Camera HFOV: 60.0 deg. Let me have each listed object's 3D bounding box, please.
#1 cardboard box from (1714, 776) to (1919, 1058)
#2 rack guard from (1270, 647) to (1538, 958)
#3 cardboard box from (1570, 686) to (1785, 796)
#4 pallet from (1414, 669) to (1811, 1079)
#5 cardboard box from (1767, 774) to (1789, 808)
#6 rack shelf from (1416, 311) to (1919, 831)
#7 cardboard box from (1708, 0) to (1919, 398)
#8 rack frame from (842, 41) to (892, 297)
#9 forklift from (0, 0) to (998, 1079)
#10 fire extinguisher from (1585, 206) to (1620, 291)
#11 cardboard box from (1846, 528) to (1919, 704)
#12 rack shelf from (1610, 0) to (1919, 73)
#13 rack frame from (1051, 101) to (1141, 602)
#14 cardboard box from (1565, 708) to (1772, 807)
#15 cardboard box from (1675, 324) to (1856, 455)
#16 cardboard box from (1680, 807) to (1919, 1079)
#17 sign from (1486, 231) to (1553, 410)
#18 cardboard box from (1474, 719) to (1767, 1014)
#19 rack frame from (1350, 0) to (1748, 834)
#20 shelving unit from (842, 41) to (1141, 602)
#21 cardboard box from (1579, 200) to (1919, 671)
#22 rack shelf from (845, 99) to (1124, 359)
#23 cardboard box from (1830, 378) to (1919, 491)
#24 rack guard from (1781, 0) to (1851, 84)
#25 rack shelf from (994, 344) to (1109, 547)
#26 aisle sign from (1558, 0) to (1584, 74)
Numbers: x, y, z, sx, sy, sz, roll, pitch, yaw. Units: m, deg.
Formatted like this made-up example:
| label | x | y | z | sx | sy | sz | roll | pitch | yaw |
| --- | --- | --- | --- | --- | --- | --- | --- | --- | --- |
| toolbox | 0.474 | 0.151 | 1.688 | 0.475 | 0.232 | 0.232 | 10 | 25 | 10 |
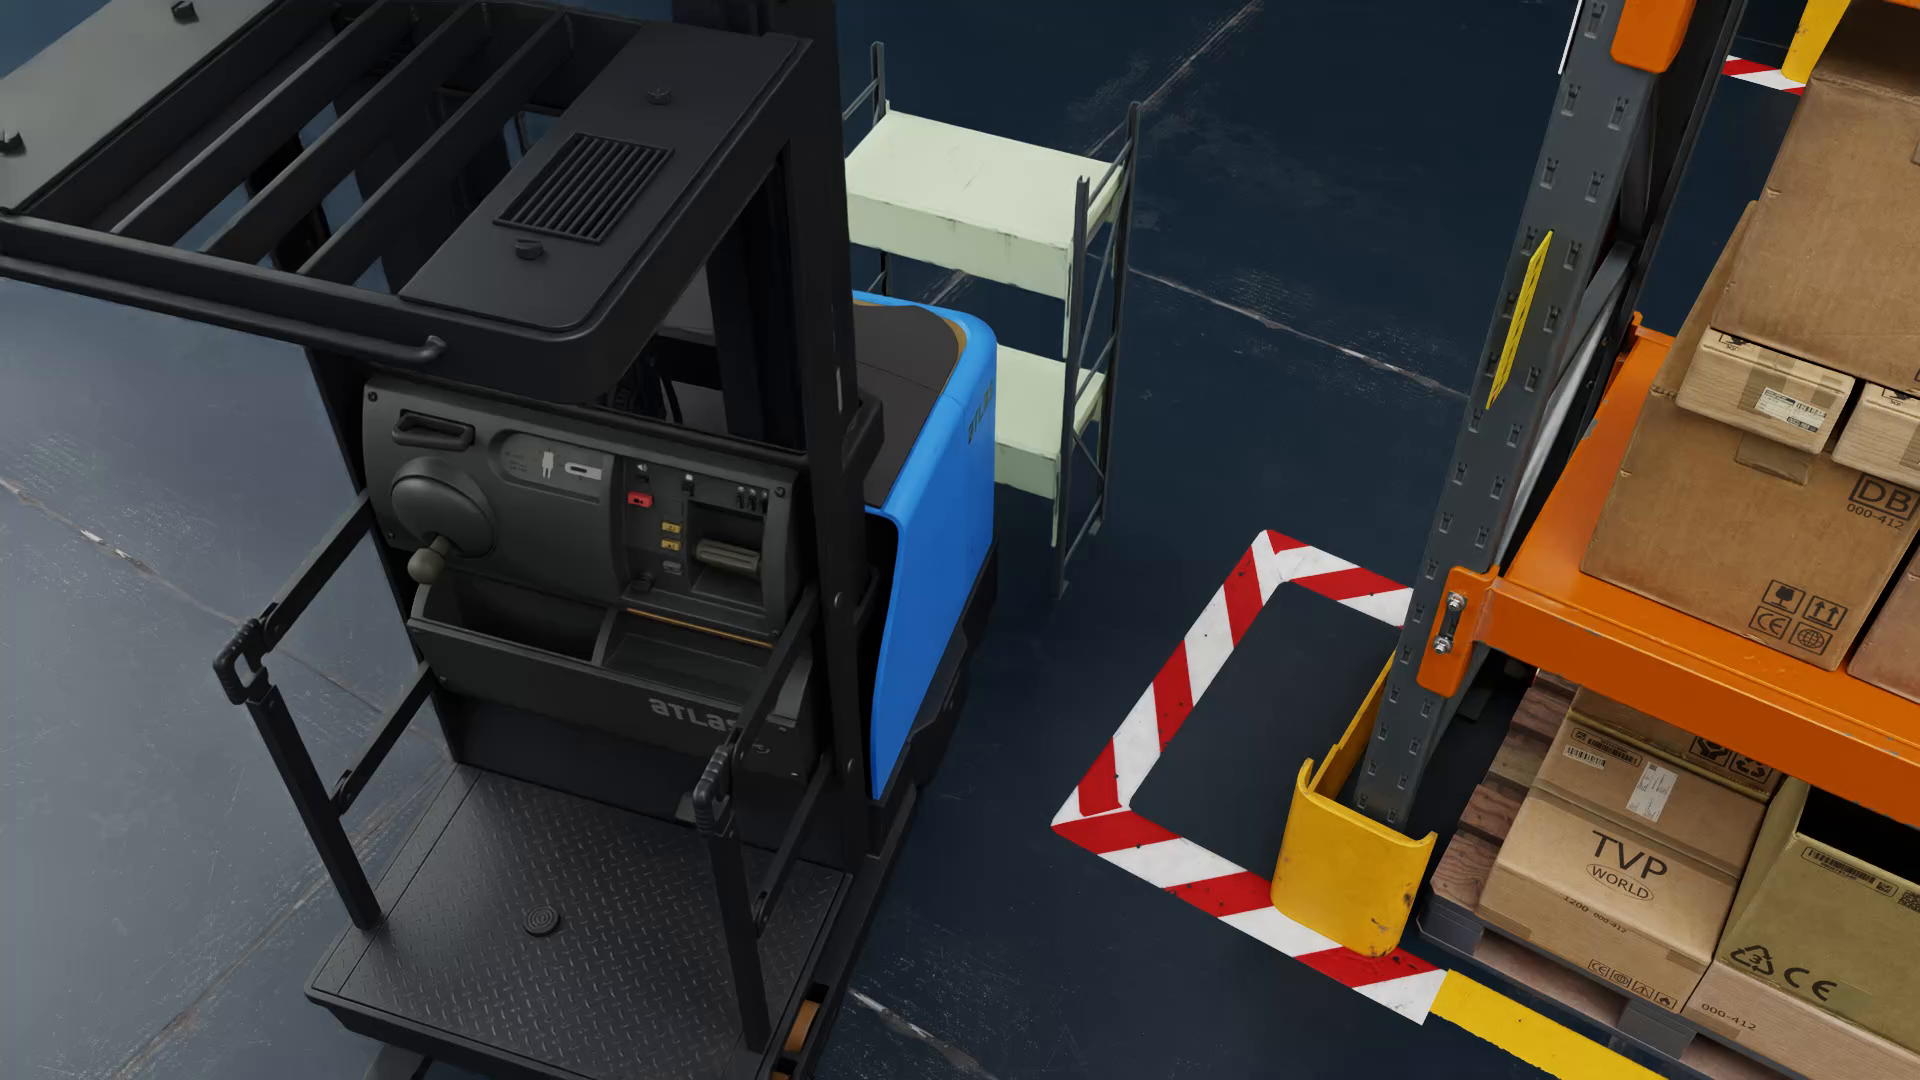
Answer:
| label | x | y | z | sx | sy | sz | roll | pitch | yaw |
| --- | --- | --- | --- | --- | --- | --- | --- | --- | --- |
| cardboard box | 2.019 | 0.708 | 3.572 | 0.500 | 0.500 | 0.500 | 25 | 51 | 22 |
| rack guard | 1.245 | 0.485 | 4.430 | 0.348 | 0.500 | 1.175 | 25 | 51 | 22 |
| cardboard box | 1.878 | 0.202 | 4.064 | 0.500 | 0.500 | 0.500 | 25 | 51 | 22 |
| pallet | 1.932 | 0.866 | 4.262 | 1.213 | 0.211 | 1.003 | 25 | 51 | 22 |
| cardboard box | 2.304 | 0.651 | 4.151 | 0.500 | 0.250 | 0.500 | 25 | 51 | 22 |
| rack shelf | 2.949 | 0.648 | 3.030 | 4.000 | 0.370 | 1.077 | 25 | 51 | 22 |
| cardboard box | 1.696 | -0.655 | 2.821 | 0.500 | 0.500 | 0.700 | 25 | 51 | 22 |
| rack frame | -0.297 | -0.681 | 4.866 | 0.023 | 1.500 | 0.400 | 18 | 48 | 17 |
| forklift | -0.831 | 0.046 | 3.162 | 1.130 | 2.935 | 3.031 | 13 | 47 | 13 |
| fire extinguisher | 1.417 | -0.676 | 3.869 | 0.183 | 0.674 | 0.296 | 25 | 51 | 22 |
| cardboard box | 2.096 | -0.023 | 3.111 | 0.500 | 0.500 | 0.700 | 26 | 51 | 23 |
| rack shelf | 2.949 | -0.397 | 1.954 | 4.000 | 0.370 | 1.077 | 25 | 51 | 22 |
| rack frame | 0.371 | -0.466 | 4.657 | 0.023 | 1.500 | 0.400 | 18 | 48 | 17 |
| cardboard box | 1.877 | 0.464 | 4.332 | 0.500 | 0.250 | 0.500 | 25 | 51 | 22 |
| cardboard box | 1.480 | -0.356 | 2.982 | 0.250 | 0.149 | 0.380 | 24 | 51 | 22 |
| cardboard box | 2.020 | 0.968 | 3.842 | 0.500 | 0.250 | 0.500 | 25 | 51 | 22 |
| sign | 0.961 | -0.373 | 2.862 | 0.005 | 0.325 | 0.100 | 25 | 51 | 22 |
| cardboard box | 1.597 | 0.777 | 4.028 | 0.500 | 0.250 | 0.500 | 25 | 51 | 22 |
| rack frame | 1.266 | -0.377 | 3.525 | 0.127 | 3.000 | 1.000 | 25 | 51 | 22 |
| shelving unit | 0.037 | -0.573 | 4.761 | 0.755 | 1.500 | 0.431 | 18 | 48 | 17 |
| cardboard box | 1.652 | -0.223 | 3.306 | 0.500 | 0.500 | 0.700 | 25 | 51 | 22 |
| rack shelf | 0.037 | -0.846 | 4.482 | 0.720 | 0.370 | 0.431 | 18 | 48 | 17 |
| cardboard box | 1.703 | -0.255 | 2.884 | 0.250 | 0.149 | 0.380 | 23 | 50 | 21 |
| rack guard | 4.001 | -2.468 | 7.300 | 0.348 | 0.500 | 1.175 | 25 | 51 | 22 |
| rack shelf | 0.037 | -0.346 | 4.995 | 0.720 | 0.370 | 0.431 | 18 | 48 | 17 |
| aisle sign | 1.045 | -1.123 | 2.437 | 0.004 | 0.787 | 0.394 | 25 | 51 | 22 |
